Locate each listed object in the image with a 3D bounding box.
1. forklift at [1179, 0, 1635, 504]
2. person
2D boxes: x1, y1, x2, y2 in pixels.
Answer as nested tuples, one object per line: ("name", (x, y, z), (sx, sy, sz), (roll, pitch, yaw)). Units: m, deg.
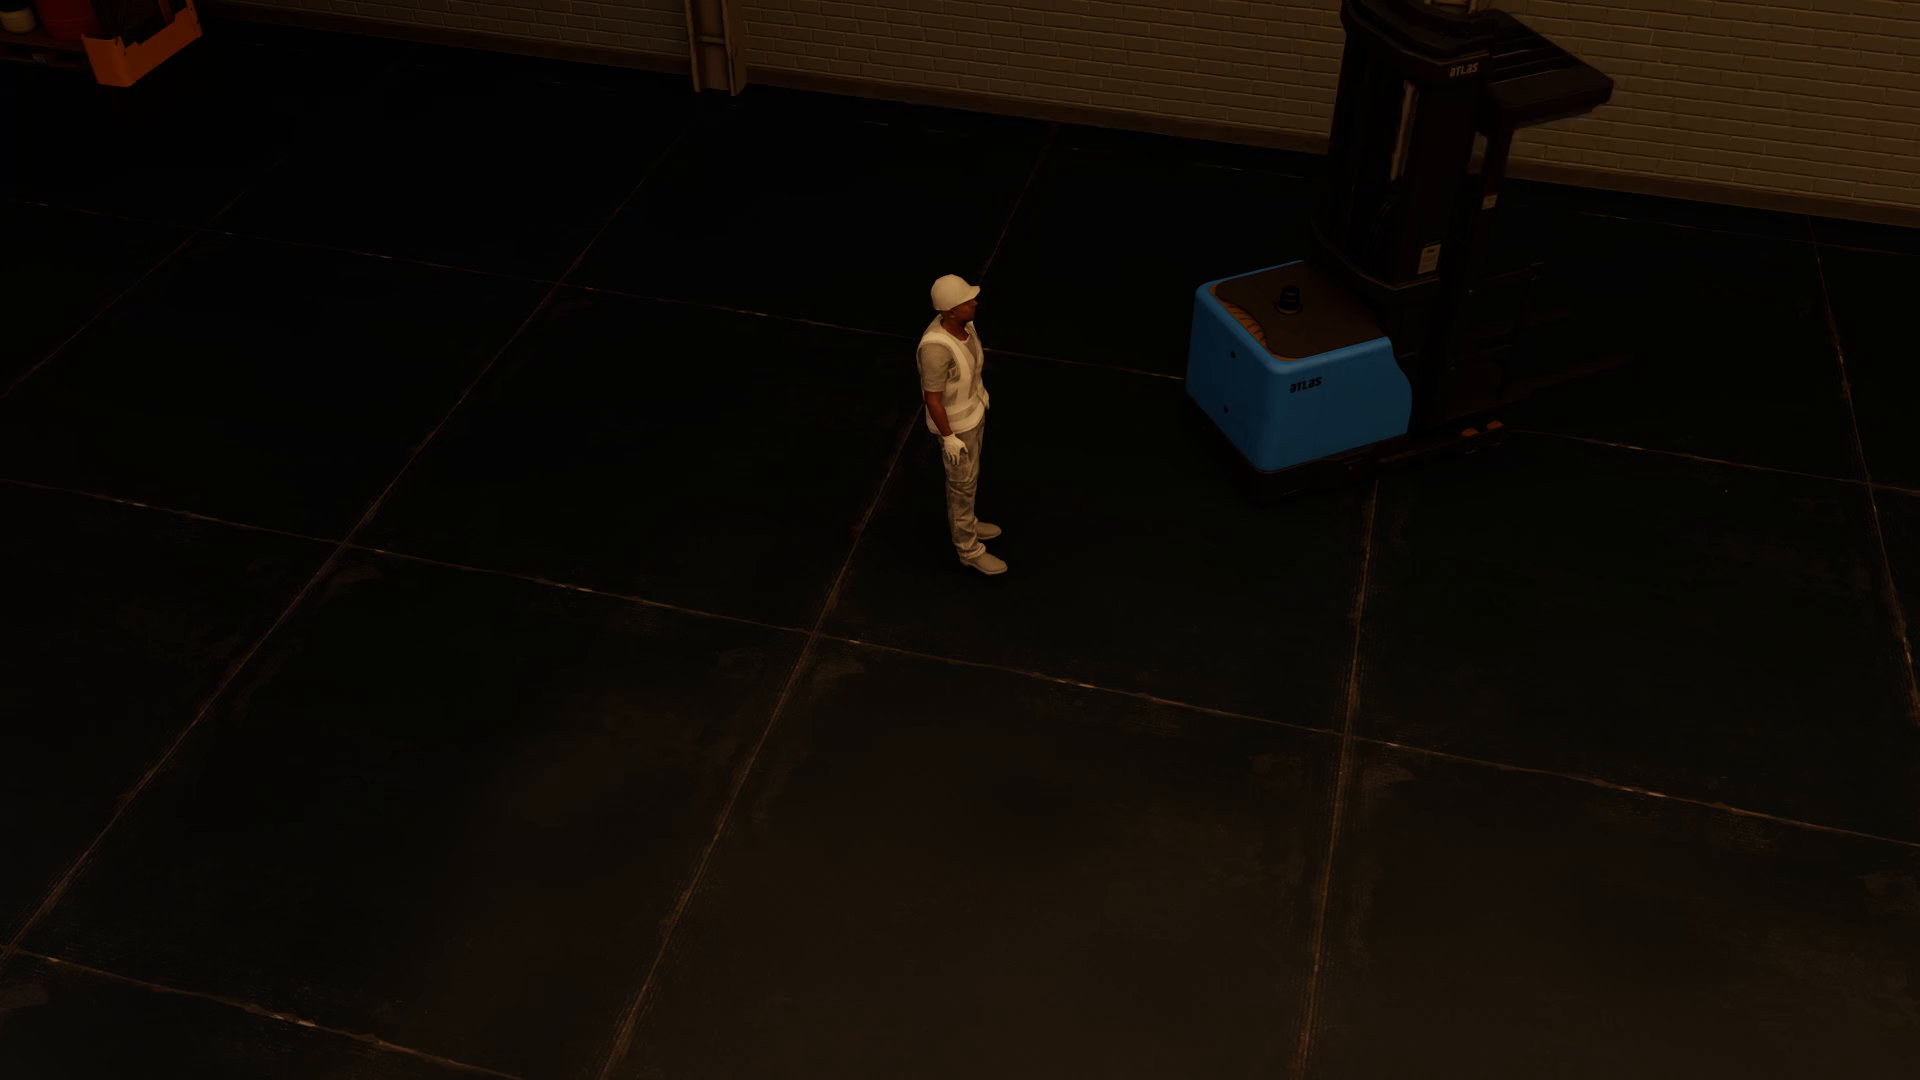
("forklift", (3.002, -1.963, 10.101), (3.031, 2.935, 1.130), (-16, 44, -17))
("person", (0.068, -0.689, 9.447), (0.575, 1.784, 0.656), (10, 42, 11))
